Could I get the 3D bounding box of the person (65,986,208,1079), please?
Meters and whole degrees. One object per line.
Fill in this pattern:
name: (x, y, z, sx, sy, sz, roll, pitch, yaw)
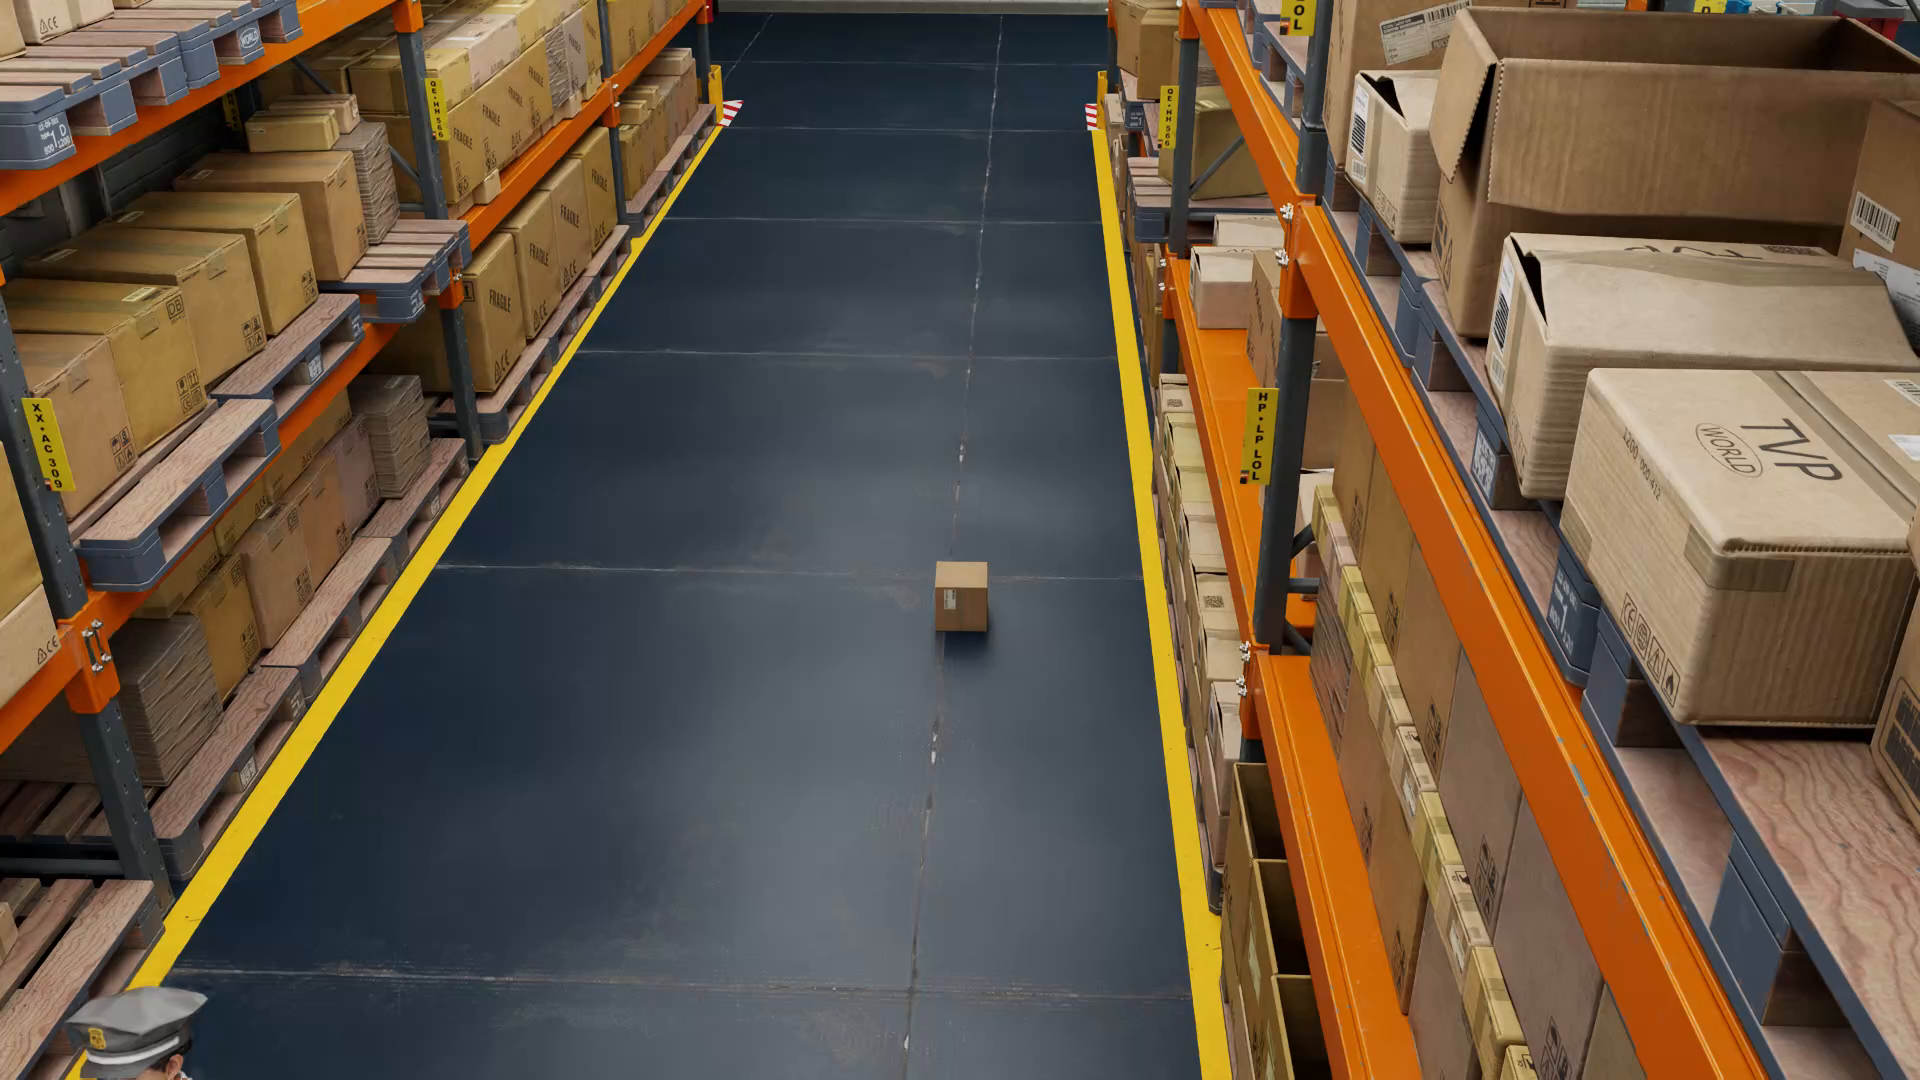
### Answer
person: (-1.761, 1.740, 3.804, 0.493, 1.699, 0.437, 12, 31, 22)
